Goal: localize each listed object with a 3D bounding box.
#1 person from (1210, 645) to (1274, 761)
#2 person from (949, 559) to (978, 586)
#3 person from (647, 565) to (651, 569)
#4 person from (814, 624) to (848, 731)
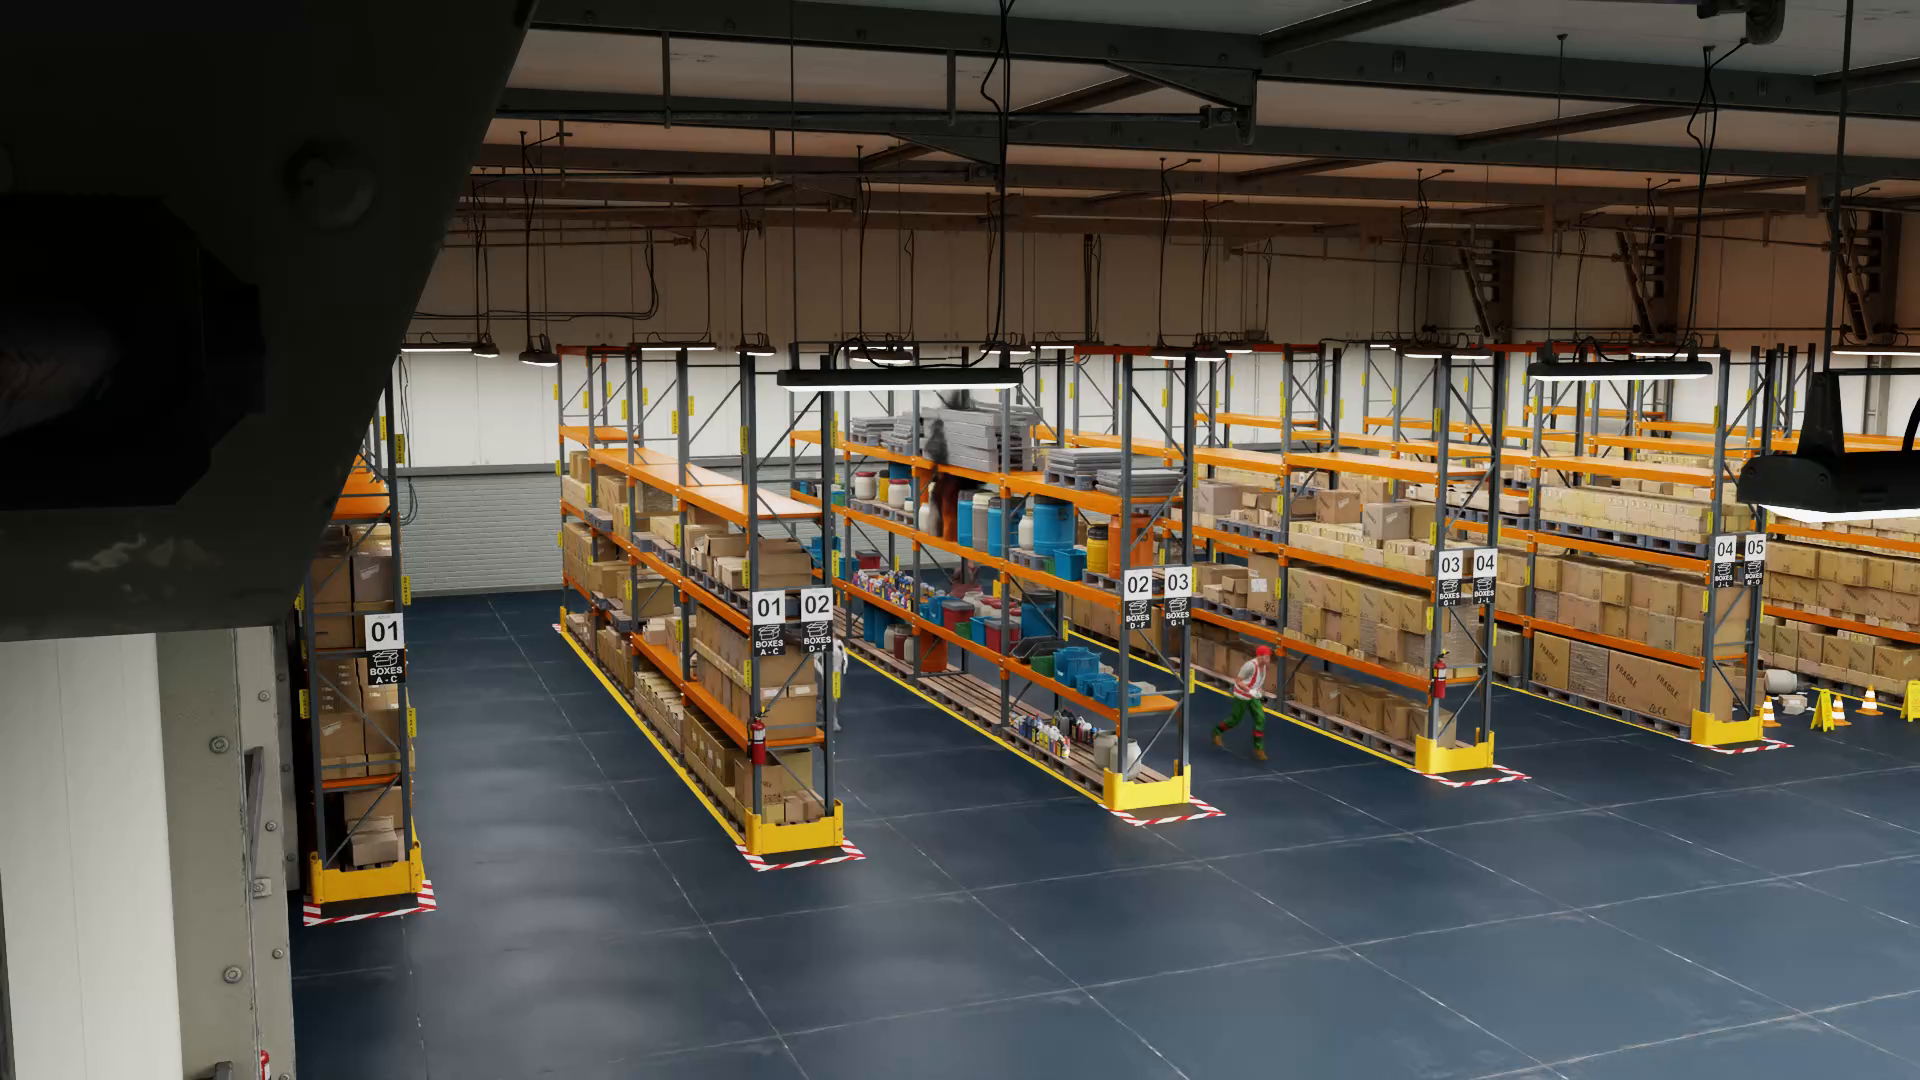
[{"bbox_3d":[4.189,2.370,24.734,1.061,1.729,0.673,6,10,40],"label":"person"},{"bbox_3d":[0.064,1.280,33.893,0.715,1.590,1.089,-4,8,-30],"label":"person"},{"bbox_3d":[-6.691,0.949,36.162,0.801,1.605,0.653,3,8,26],"label":"person"},{"bbox_3d":[-2.096,2.150,26.514,0.616,1.708,0.734,-5,9,-33],"label":"person"}]
